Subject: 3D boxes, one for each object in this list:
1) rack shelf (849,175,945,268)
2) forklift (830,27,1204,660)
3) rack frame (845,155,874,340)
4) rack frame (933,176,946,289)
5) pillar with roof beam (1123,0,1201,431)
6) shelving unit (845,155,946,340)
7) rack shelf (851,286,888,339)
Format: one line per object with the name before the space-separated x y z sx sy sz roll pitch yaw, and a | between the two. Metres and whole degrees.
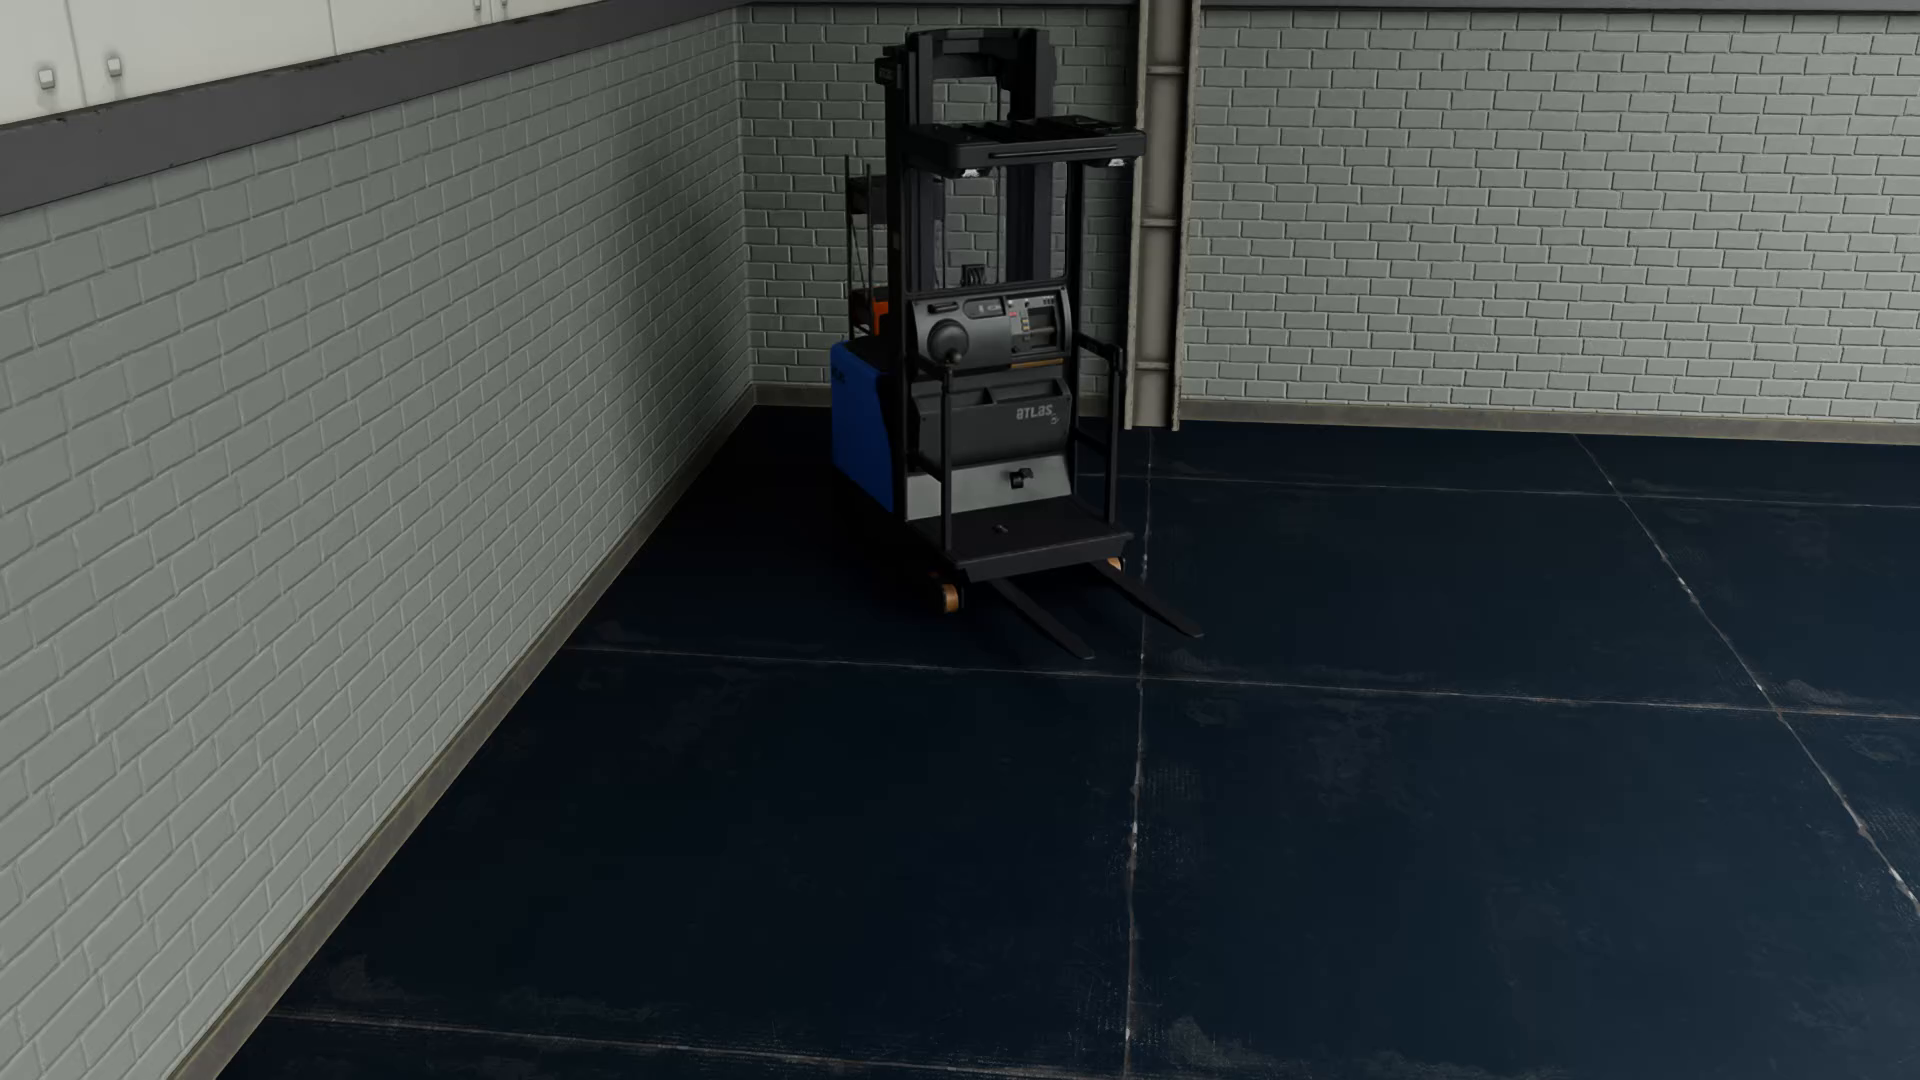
rack shelf | -0.397 -1.998 10.271 0.480 0.518 0.431 -9 23 -23
forklift | 0.268 -1.146 8.853 1.130 2.935 3.031 -9 23 -23
rack frame | -0.620 -1.323 10.430 0.015 2.100 0.400 -9 23 -23
rack frame | -0.175 -1.397 10.617 0.015 2.100 0.400 -9 23 -23
pillar with roof beam | 0.883 -3.459 6.450 0.400 9.000 9.100 2 22 6
shelving unit | -0.397 -1.360 10.523 0.503 2.100 0.431 -9 23 -23
rack shelf | -0.397 -1.347 10.528 0.480 0.518 0.431 -9 23 -23
